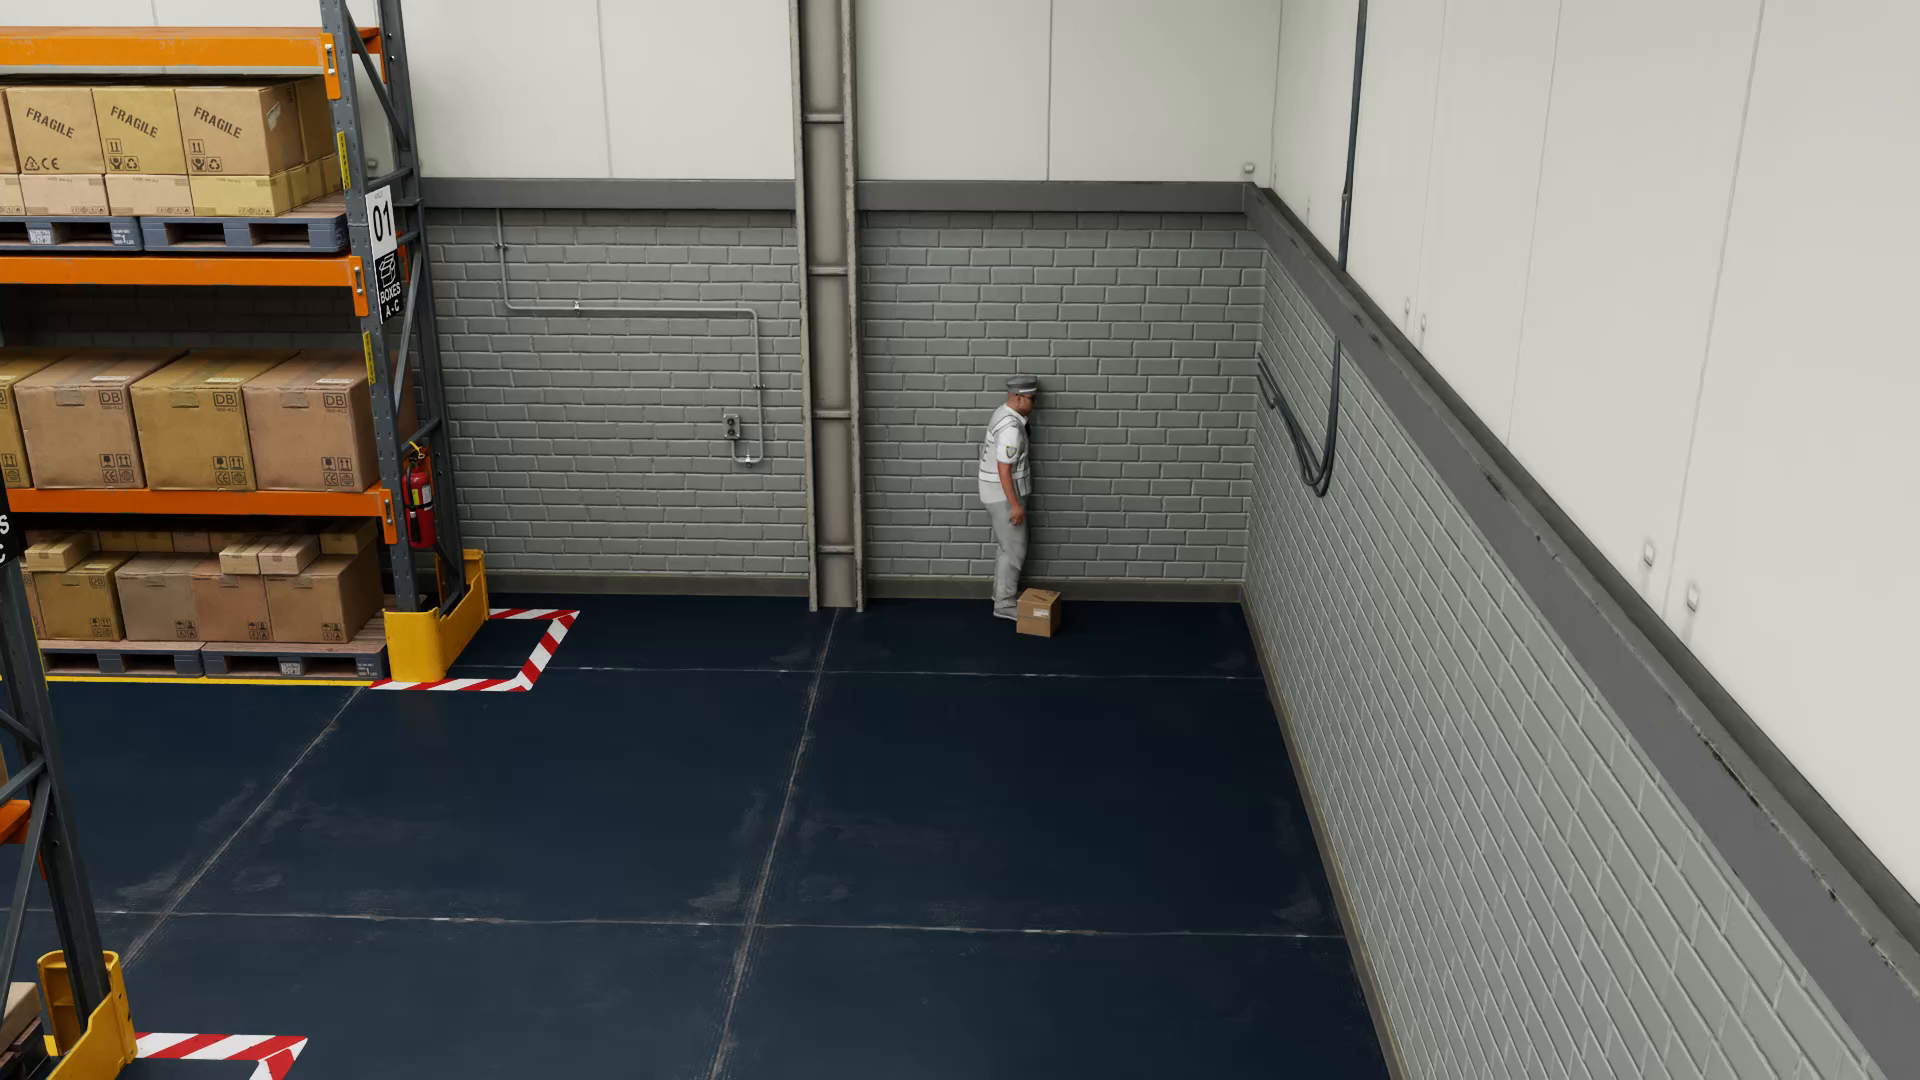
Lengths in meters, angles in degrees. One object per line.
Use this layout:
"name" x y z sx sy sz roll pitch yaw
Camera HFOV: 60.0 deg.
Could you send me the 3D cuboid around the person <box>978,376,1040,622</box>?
"person" 0.353 -0.324 11.927 0.440 1.748 0.586 1 21 2
